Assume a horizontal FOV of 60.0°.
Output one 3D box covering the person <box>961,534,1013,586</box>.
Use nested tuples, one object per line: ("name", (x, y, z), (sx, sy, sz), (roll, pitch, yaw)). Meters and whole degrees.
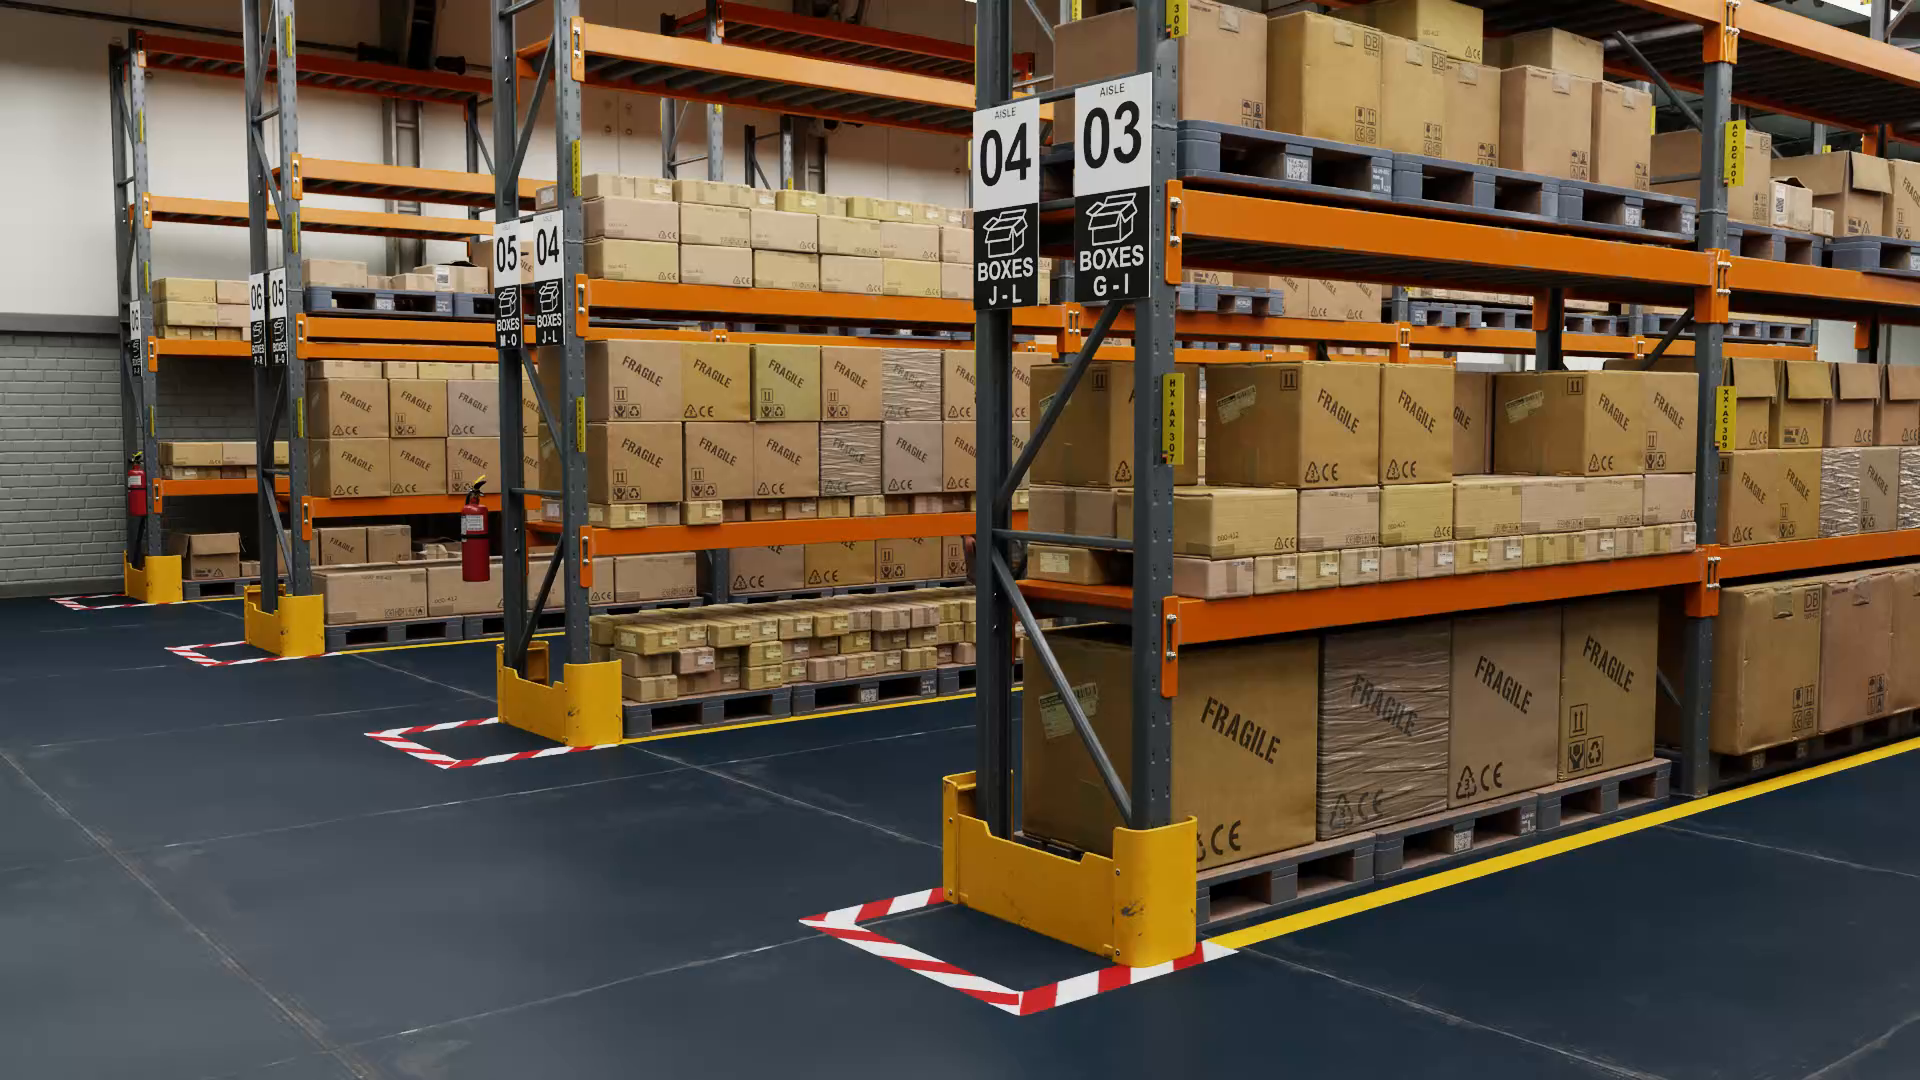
("person", (0.228, -0.007, 15.231), (0.592, 1.722, 0.417), (-4, 6, -41))
